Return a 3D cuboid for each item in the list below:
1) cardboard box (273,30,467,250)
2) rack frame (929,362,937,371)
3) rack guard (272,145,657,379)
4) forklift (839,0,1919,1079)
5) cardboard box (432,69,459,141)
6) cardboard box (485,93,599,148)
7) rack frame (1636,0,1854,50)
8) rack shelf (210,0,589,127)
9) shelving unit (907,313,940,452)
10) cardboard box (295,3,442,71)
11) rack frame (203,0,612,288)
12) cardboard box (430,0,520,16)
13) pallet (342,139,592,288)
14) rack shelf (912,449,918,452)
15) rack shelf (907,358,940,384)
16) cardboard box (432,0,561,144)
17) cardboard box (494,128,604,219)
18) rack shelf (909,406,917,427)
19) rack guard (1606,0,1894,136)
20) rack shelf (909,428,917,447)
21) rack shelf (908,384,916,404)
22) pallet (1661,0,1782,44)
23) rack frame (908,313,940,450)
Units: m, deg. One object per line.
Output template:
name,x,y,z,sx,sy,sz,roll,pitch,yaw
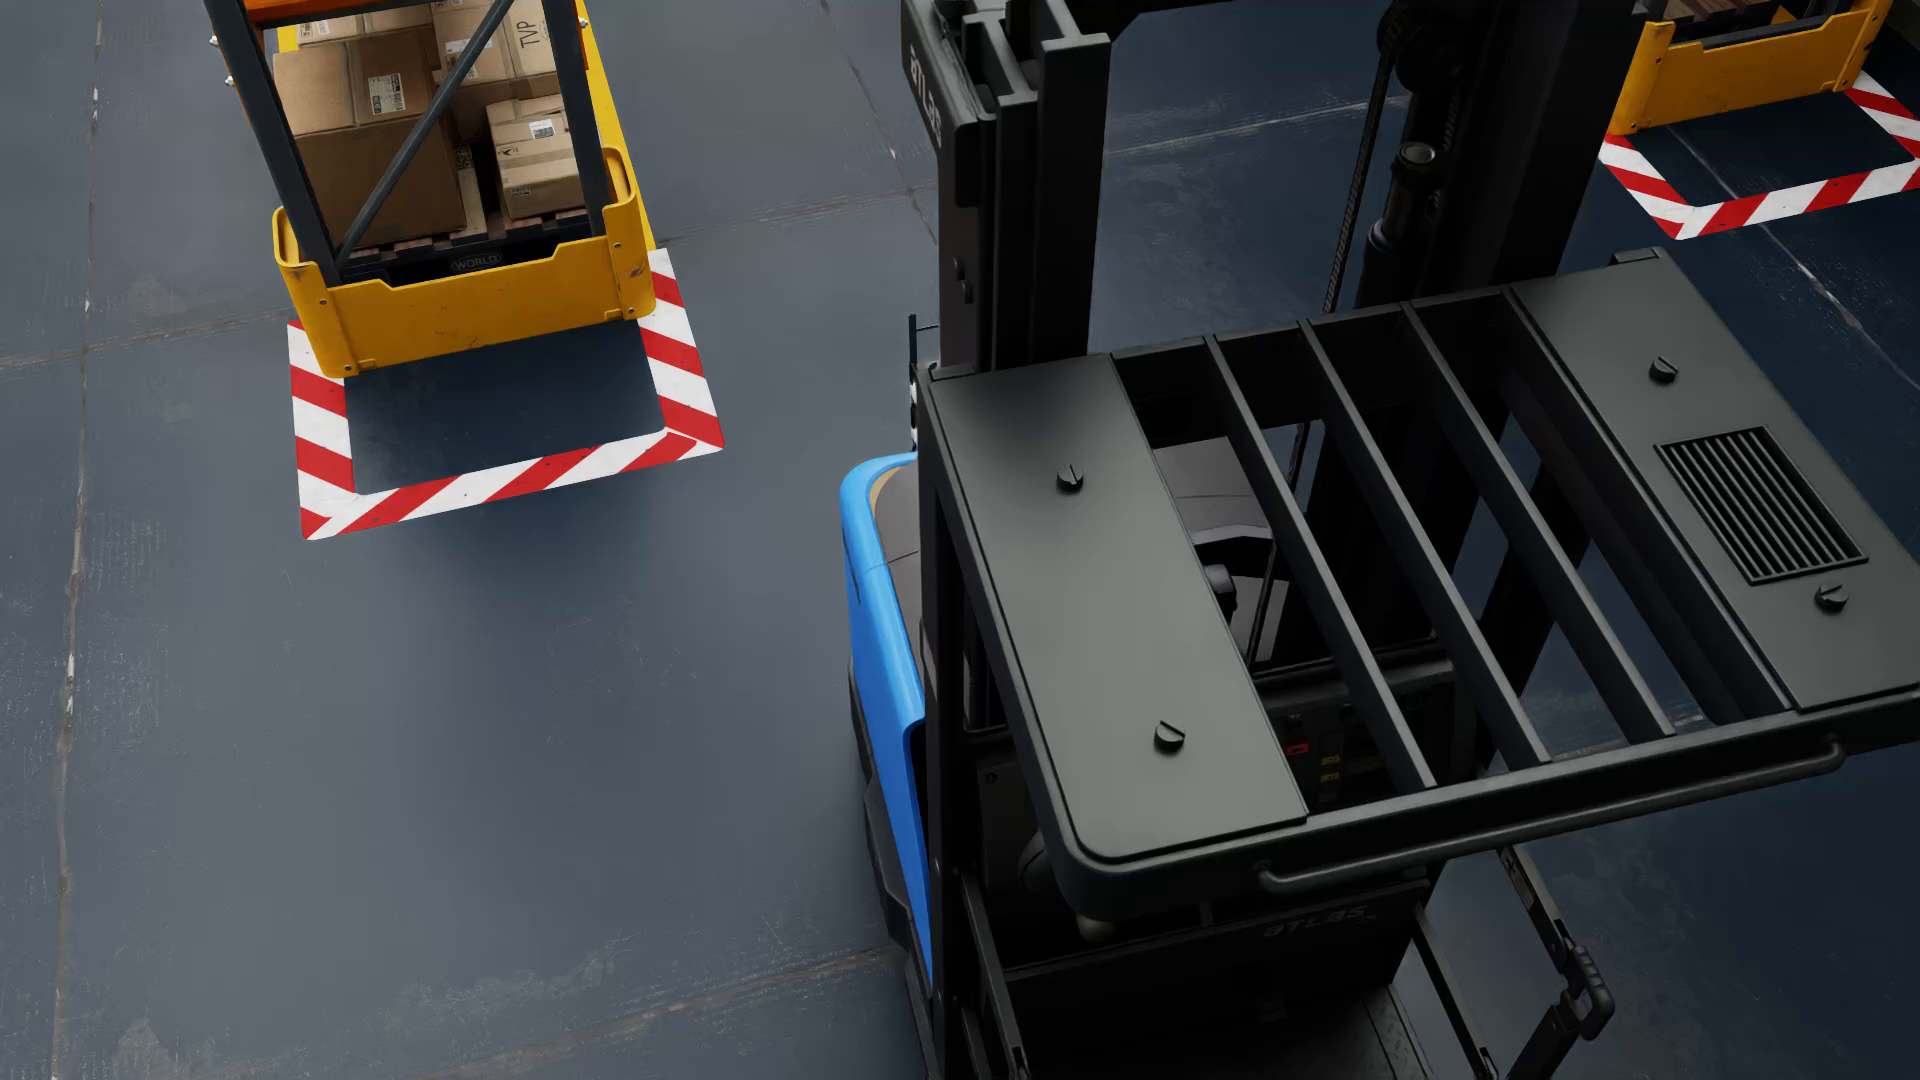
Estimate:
cardboard box,-2.055,-1.389,5.806,0.500,0.500,0.500,-13,51,-11
rack frame,0.032,-0.210,4.838,0.240,0.900,0.006,-13,51,-11
rack guard,-1.681,-0.961,5.733,1.175,0.500,0.348,-13,51,-11
forklift,0.540,0.571,2.852,1.130,2.935,3.031,-11,51,-9
cardboard box,-2.089,-1.597,6.200,0.380,0.166,0.250,-13,51,-11
cardboard box,-1.528,-1.506,6.123,0.380,0.166,0.250,-13,51,-11
rack frame,3.072,-2.834,5.677,1.000,3.000,0.127,-13,51,-11
rack shelf,-2.250,-2.940,6.237,1.077,0.370,4.000,-13,51,-11
shelving unit,0.002,-0.284,4.901,0.258,0.900,0.210,-13,51,-11
cardboard box,-2.307,-2.009,6.492,0.500,0.250,0.500,-13,51,-11
rack frame,-1.659,-1.711,4.731,1.000,3.000,0.127,-13,51,-11
cardboard box,-1.844,-2.158,6.618,0.500,0.250,0.500,-13,51,-11
pallet,-1.918,-1.450,6.334,1.003,0.211,1.213,-13,51,-11
rack shelf,0.002,-0.205,4.995,0.258,0.077,0.200,-13,51,-11
rack shelf,0.002,-0.437,4.720,0.258,0.077,0.200,-13,51,-11
cardboard box,-1.696,-1.793,6.310,0.500,0.250,0.500,-13,51,-11
cardboard box,-1.454,-1.318,5.976,0.380,0.149,0.250,-13,51,-11
rack shelf,0.002,-0.321,4.858,0.258,0.077,0.200,-13,51,-11
rack guard,3.079,-2.011,6.618,1.175,0.500,0.348,-13,51,-11
rack shelf,0.002,-0.263,4.926,0.258,0.077,0.200,-13,51,-11
rack shelf,0.002,-0.379,4.789,0.258,0.077,0.200,-13,51,-11
pallet,2.761,-2.501,7.221,1.003,0.211,1.213,-13,51,-11
rack frame,-0.028,-0.358,4.964,0.240,0.900,0.006,-13,51,-11
